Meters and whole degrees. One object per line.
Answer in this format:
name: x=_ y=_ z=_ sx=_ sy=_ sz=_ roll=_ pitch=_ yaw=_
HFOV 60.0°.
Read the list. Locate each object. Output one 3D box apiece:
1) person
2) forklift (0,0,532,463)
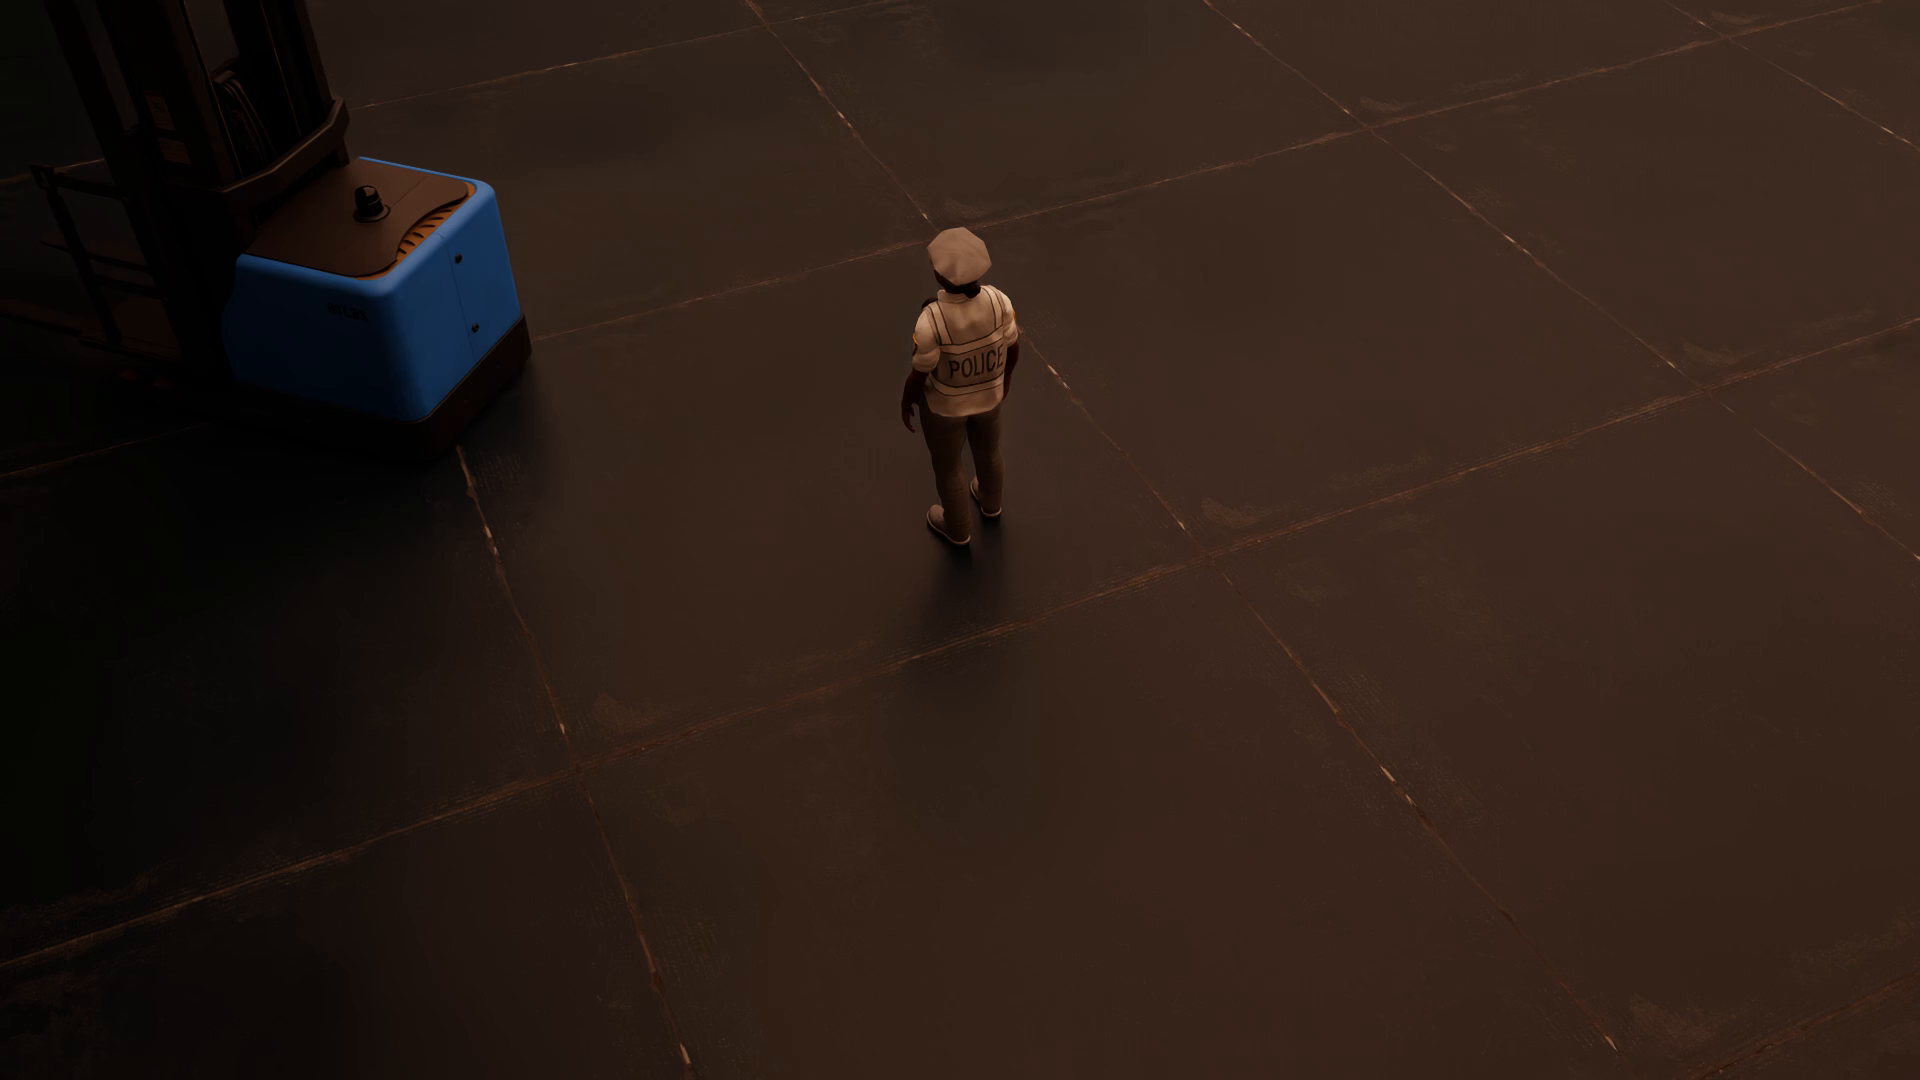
person: x=-0.014 y=-0.677 z=7.301 sx=0.570 sy=1.695 sz=0.530 roll=-18 pitch=46 yaw=-18
forklift: x=-3.834 y=-2.066 z=7.894 sx=3.031 sy=2.935 sz=1.130 roll=14 pitch=45 yaw=14
